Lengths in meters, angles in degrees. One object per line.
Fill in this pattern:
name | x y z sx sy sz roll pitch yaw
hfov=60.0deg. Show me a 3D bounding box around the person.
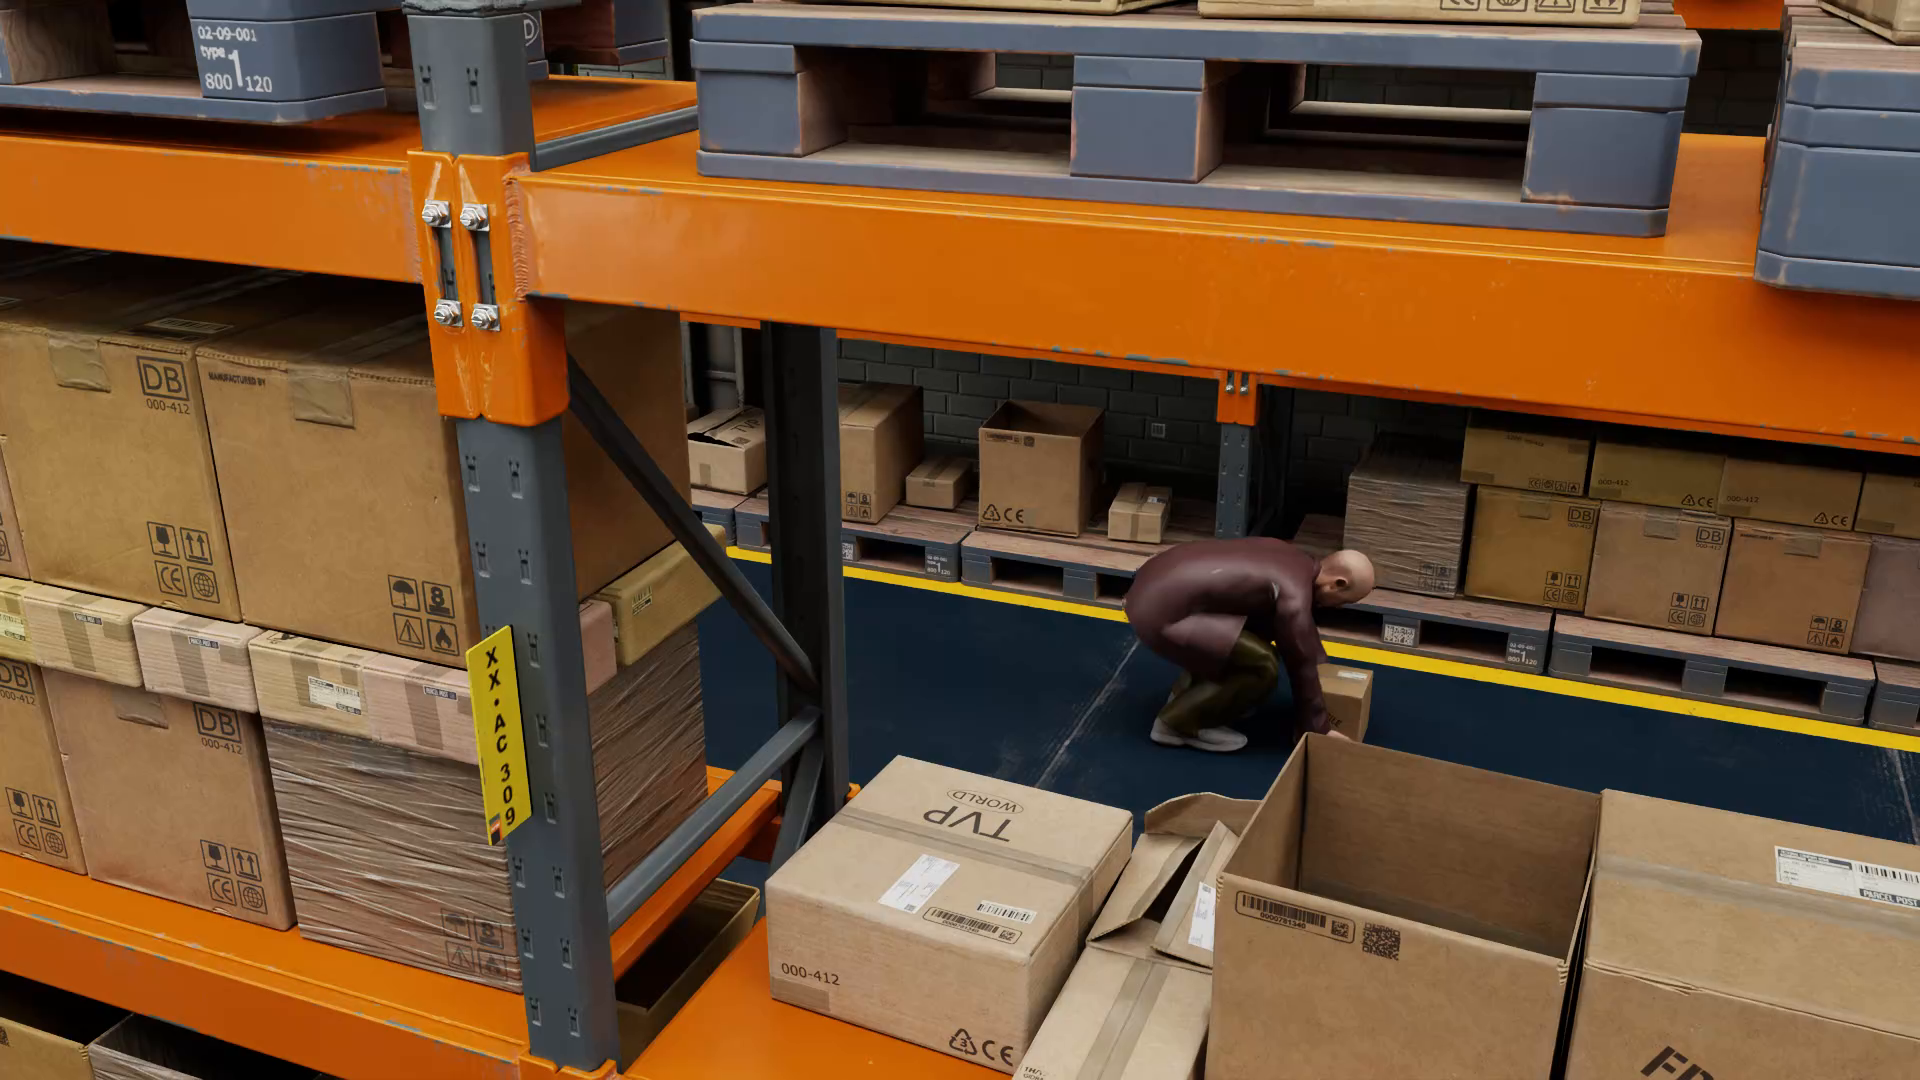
person | 1.123 0.402 6.452 0.978 0.815 0.571 2 22 5
